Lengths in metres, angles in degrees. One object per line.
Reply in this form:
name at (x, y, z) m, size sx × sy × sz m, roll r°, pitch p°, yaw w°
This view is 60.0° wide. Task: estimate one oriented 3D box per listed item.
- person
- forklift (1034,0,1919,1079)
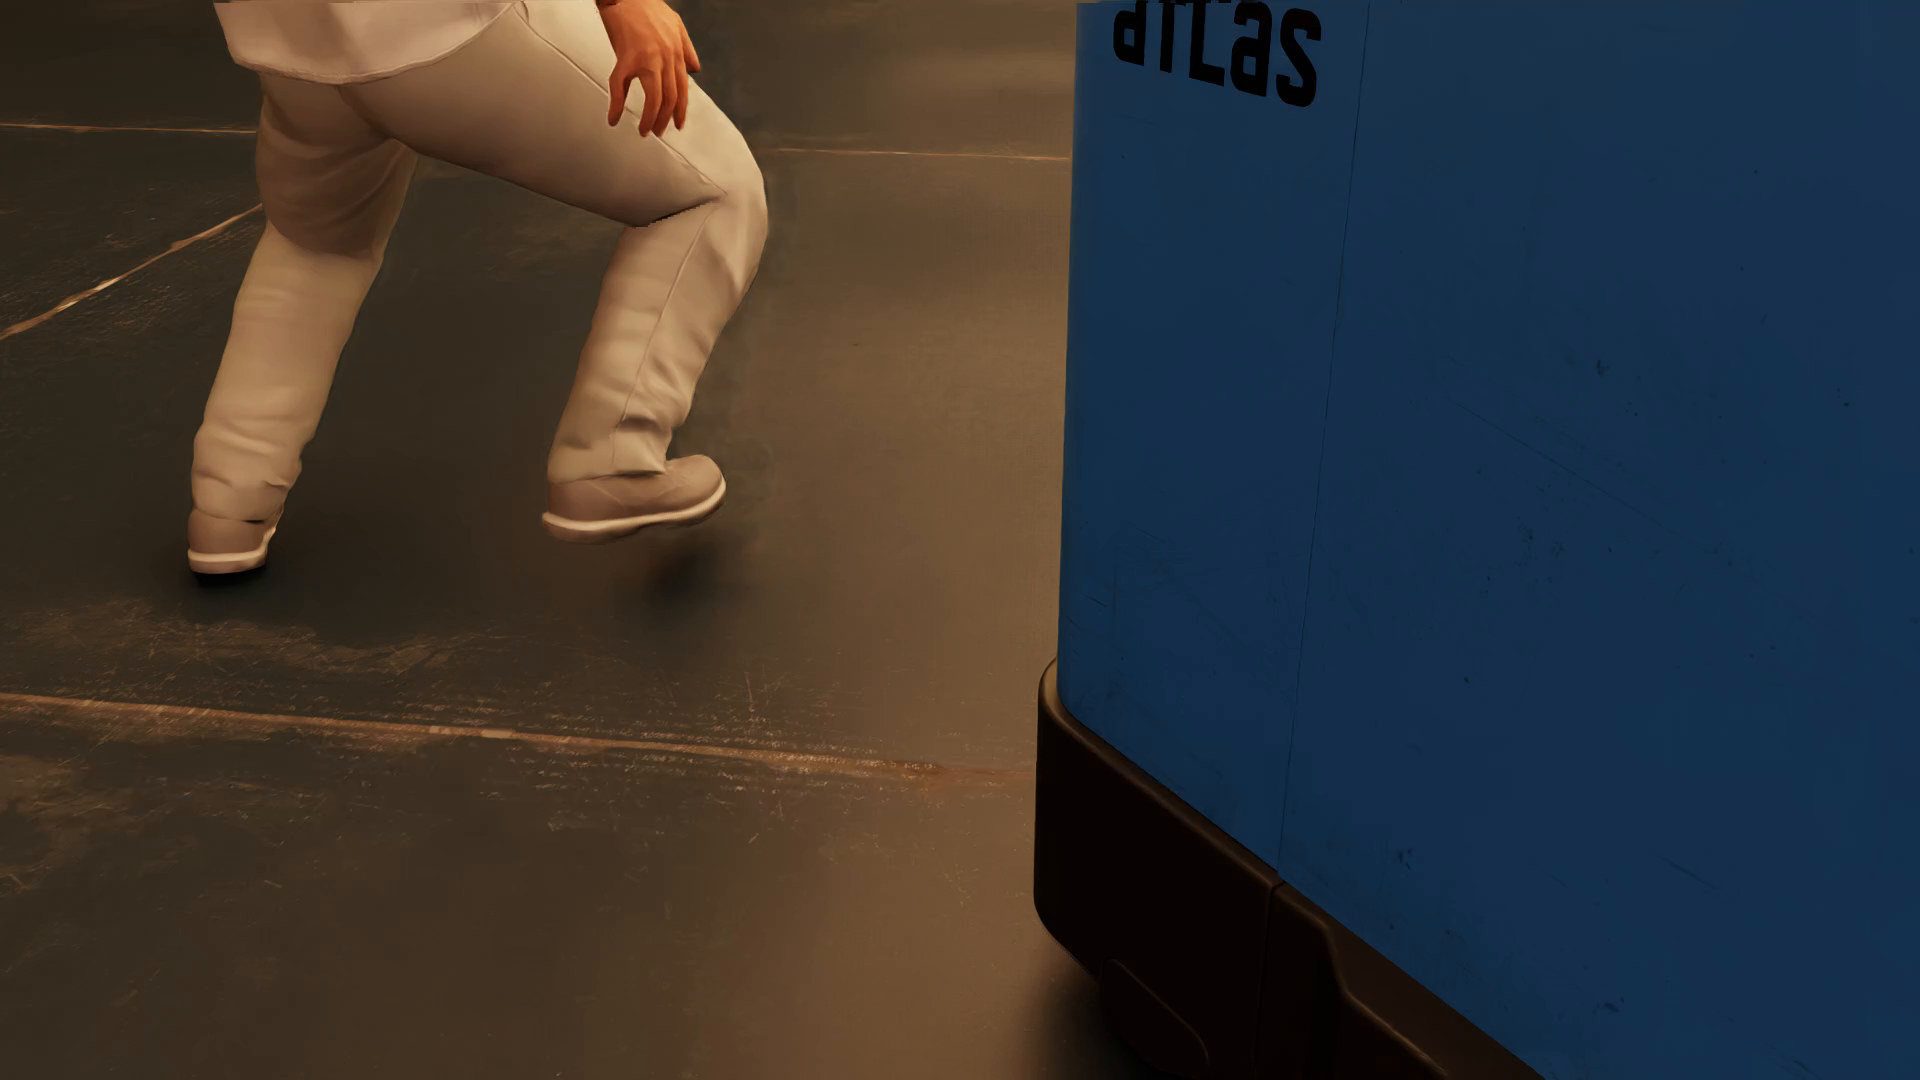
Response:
person at (-0.739, -0.717, 2.153) m, size 0.961 × 1.637 × 0.638 m, roll 17°, pitch 31°, yaw 30°
forklift at (1.297, -0.470, 0.159) m, size 1.130 × 2.935 × 3.031 m, roll -16°, pitch 31°, yaw -29°
